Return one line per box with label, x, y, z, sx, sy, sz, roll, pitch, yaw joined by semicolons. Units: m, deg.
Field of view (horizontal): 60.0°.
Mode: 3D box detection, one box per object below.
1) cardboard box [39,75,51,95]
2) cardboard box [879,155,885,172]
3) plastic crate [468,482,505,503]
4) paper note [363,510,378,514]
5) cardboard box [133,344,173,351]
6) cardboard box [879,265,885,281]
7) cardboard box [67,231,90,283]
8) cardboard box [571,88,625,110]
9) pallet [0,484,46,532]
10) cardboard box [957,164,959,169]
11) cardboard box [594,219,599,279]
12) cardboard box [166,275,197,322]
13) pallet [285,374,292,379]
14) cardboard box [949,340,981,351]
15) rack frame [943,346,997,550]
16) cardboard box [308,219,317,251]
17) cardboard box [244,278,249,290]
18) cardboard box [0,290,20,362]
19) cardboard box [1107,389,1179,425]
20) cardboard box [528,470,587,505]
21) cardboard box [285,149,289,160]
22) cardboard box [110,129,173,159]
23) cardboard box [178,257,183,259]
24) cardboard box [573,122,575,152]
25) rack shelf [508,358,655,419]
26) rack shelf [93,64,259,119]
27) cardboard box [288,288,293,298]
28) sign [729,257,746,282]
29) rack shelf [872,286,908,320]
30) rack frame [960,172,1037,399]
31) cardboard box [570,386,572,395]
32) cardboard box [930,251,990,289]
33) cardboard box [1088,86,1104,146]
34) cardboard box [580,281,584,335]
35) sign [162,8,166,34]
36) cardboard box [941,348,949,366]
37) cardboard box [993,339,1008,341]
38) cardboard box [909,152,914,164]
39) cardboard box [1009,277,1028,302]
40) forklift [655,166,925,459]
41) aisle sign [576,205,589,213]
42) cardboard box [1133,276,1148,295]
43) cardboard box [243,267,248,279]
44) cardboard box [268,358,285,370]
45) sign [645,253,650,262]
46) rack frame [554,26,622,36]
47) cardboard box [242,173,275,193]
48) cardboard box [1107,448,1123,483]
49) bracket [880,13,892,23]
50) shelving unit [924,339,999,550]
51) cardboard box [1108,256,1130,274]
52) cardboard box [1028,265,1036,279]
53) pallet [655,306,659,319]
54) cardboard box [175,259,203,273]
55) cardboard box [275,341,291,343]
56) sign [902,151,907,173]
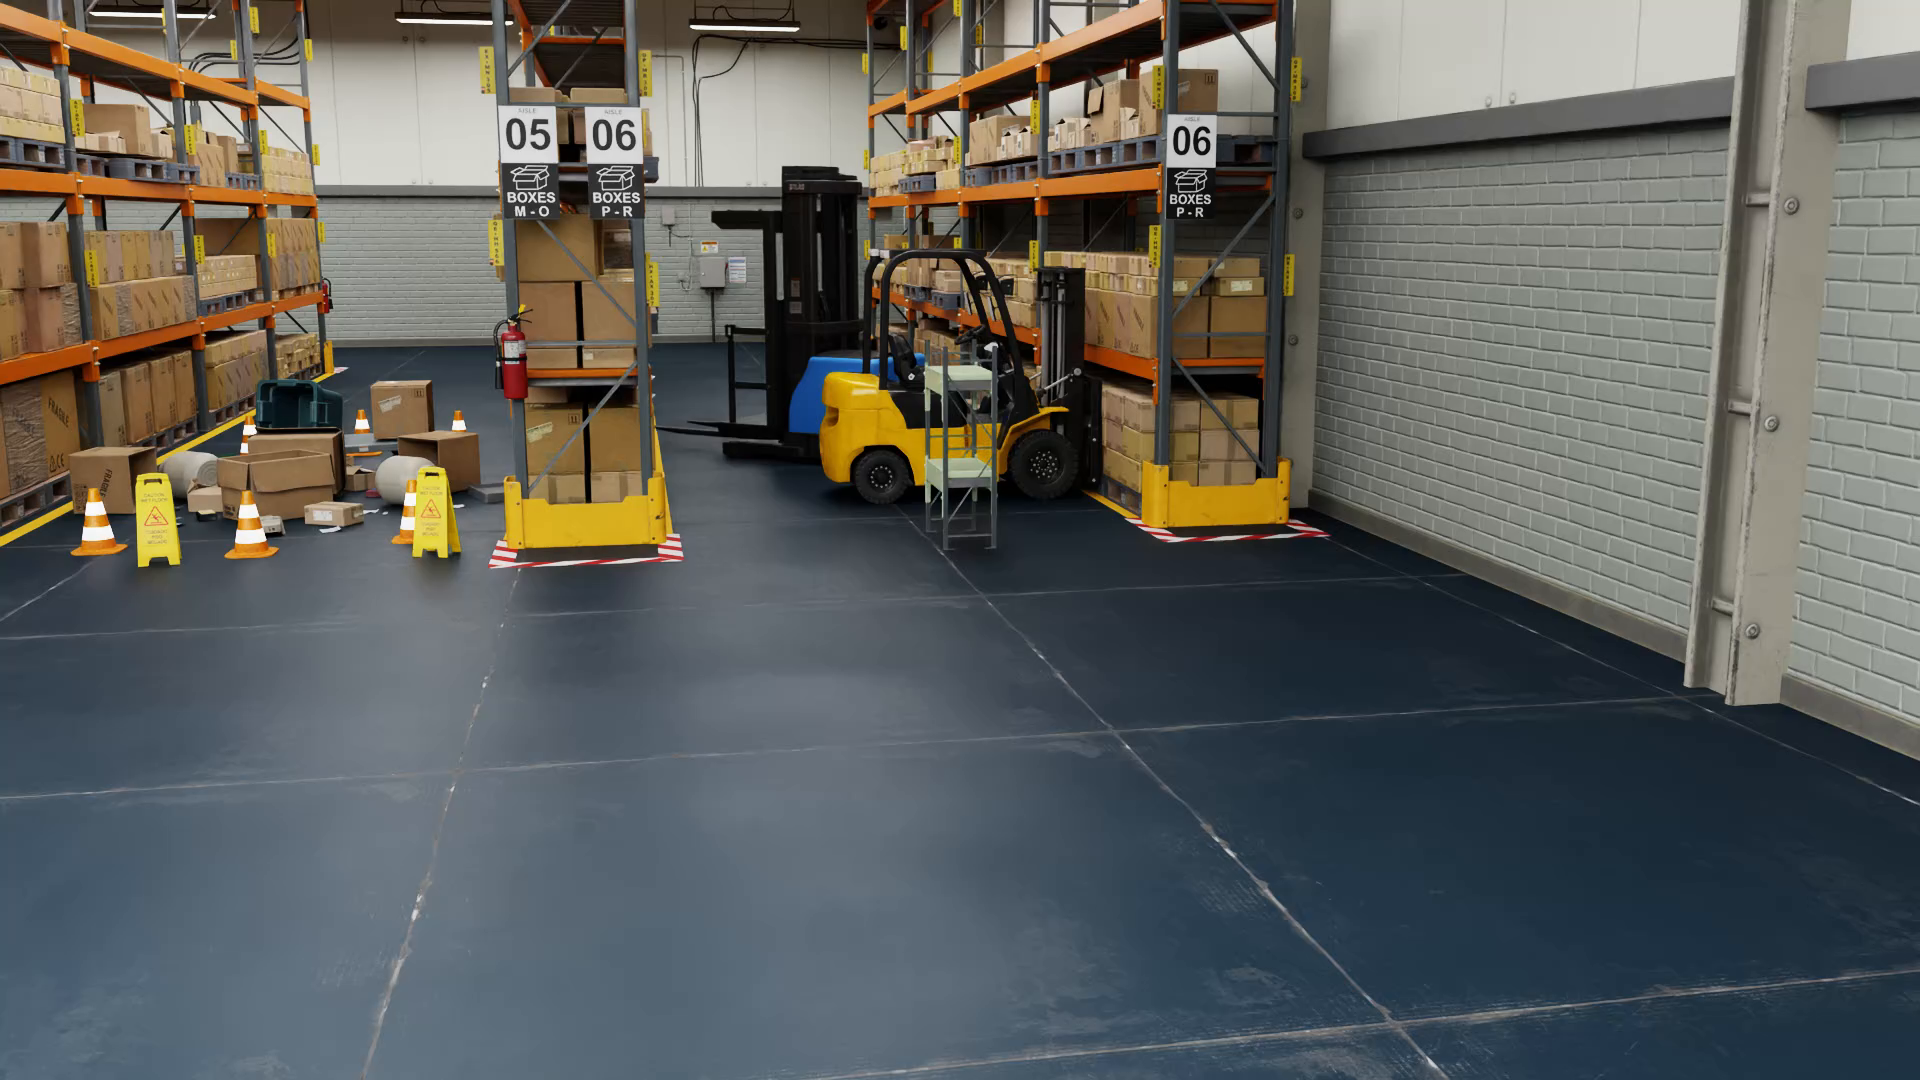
cardboard box;-7.988;-3.874;14.154;0.380;0.149;0.250;-2;11;-11
cardboard box;-1.020;-6.075;26.836;0.500;0.250;0.500;-2;11;-12
plastic crate;-4.084;-0.425;14.716;0.402;0.080;0.583;-6;13;-31
paper note;-4.962;-0.241;13.914;0.148;0.019;0.142;2;11;9
cardboard box;-9.589;-2.175;19.657;0.500;0.250;0.500;-2;11;-12
cardboard box;-1.027;-4.353;27.151;0.500;0.250;0.500;-2;11;-12
cardboard box;-8.524;-2.610;15.444;0.700;0.500;0.500;-2;11;-12
cardboard box;-2.676;-3.258;12.308;0.380;0.149;0.250;-2;11;-11
pallet;-8.109;-0.242;13.404;1.003;0.211;1.213;-2;11;-11
cardboard box;0.169;-4.792;21.164;0.380;0.149;0.250;-2;11;-12
cardboard box;-3.212;-2.309;13.067;0.700;0.500;0.500;-2;11;-10
cardboard box;-8.848;-2.688;18.531;0.500;0.500;0.500;-2;11;-11
pallet;-10.142;-2.198;23.679;1.003;0.211;1.213;-2;11;-11
cardboard box;0.069;-2.569;21.999;0.380;0.149;0.250;-2;11;-13
rack frame;0.073;-0.668;12.197;0.400;1.500;0.023;-2;11;-11
cardboard box;-10.422;-4.791;26.108;0.500;0.500;0.500;-2;11;-12
cardboard box;-9.608;-3.370;21.927;0.380;0.149;0.250;-2;11;-11
cardboard box;-8.018;-1.688;13.142;0.875;0.550;0.500;-2;11;-11
cardboard box;1.560;-1.138;14.209;0.500;0.250;0.500;-2;11;-10
cardboard box;-3.233;-0.442;13.226;0.500;0.250;0.500;-2;11;-11
cardboard box;-10.125;-5.687;24.531;0.380;0.149;0.250;-2;11;-13
cardboard box;-8.702;-4.217;17.653;0.500;0.311;0.500;-2;11;-11
cardboard box;-10.148;-3.541;21.236;0.380;0.149;0.250;-2;11;-11
cardboard box;-3.373;-3.261;13.389;0.500;0.250;0.500;-2;11;-9
rack shelf;-3.196;-1.457;14.252;1.077;0.370;4.000;-2;11;-11
rack shelf;-9.588;-5.476;20.394;1.077;0.370;4.000;-2;11;-11
cardboard box;-10.015;-3.626;24.397;0.380;0.149;0.250;-2;11;-8
sign;-4.506;-5.470;33.668;0.329;0.494;0.001;-2;11;-11
rack shelf;-0.662;-3.839;26.767;1.077;0.370;4.000;-2;11;-11
rack frame;0.505;-3.092;20.919;1.000;3.000;0.127;-2;11;-11
cardboard box;-3.452;-1.283;13.905;0.380;0.149;0.250;-2;11;-9
cardboard box;0.006;-3.642;22.407;0.797;0.503;0.637;-2;11;-12
cardboard box;1.558;-3.777;14.828;0.797;0.503;0.637;-2;11;-9
cardboard box;-3.450;-2.006;14.149;0.500;0.500;0.500;-2;11;-10
sign;-10.513;-6.874;22.036;0.100;0.325;0.005;-2;11;-11
cardboard box;0.020;-2.328;22.467;0.500;0.500;0.500;-2;11;-9
cardboard box;0.557;-2.588;22.100;0.380;0.149;0.250;-2;11;-10
cardboard box;-0.516;-5.412;23.572;0.380;0.149;0.250;-2;11;-12
cardboard box;0.829;-2.705;17.950;0.500;0.250;0.500;-2;11;-12
forklift;-1.866;-2.350;17.205;3.031;2.935;1.130;6;12;29
aisle sign;-6.218;-5.658;27.446;0.394;0.787;0.004;-2;11;-11
cardboard box;1.640;-2.092;13.661;0.380;0.149;0.250;-2;11;-10
cardboard box;-9.608;-3.515;21.895;0.380;0.149;0.250;-2;11;-9
cardboard box;-9.734;-2.476;23.388;0.380;0.149;0.250;-2;11;-8
sign;-3.055;-2.623;16.142;0.100;0.325;0.005;-2;11;-11
rack frame;-5.141;-6.591;23.260;1.000;3.000;0.127;-2;11;-11
cardboard box;-9.808;-4.940;23.008;0.500;0.250;0.500;-2;11;-8
cardboard box;1.572;-0.646;14.301;0.500;0.250;0.500;-2;11;-11
bracket;-1.664;-10.377;33.525;0.076;0.066;5.218;-2;11;-11
shelving unit;0.001;-0.736;12.550;0.431;1.500;0.755;-2;11;-11
cardboard box;1.494;-2.380;14.379;0.380;0.149;0.250;-2;11;-10
cardboard box;0.931;-2.827;17.526;0.380;0.149;0.250;-2;11;-12
pallet;-4.120;-2.690;19.318;1.213;0.211;1.003;-2;11;-11
cardboard box;-9.154;-3.228;19.593;0.380;0.149;0.250;-2;11;-13
cardboard box;-10.110;-2.855;24.587;0.380;0.149;0.250;-3;11;-13
sign;-0.804;-5.532;24.333;0.100;0.325;0.005;-2;11;-11
